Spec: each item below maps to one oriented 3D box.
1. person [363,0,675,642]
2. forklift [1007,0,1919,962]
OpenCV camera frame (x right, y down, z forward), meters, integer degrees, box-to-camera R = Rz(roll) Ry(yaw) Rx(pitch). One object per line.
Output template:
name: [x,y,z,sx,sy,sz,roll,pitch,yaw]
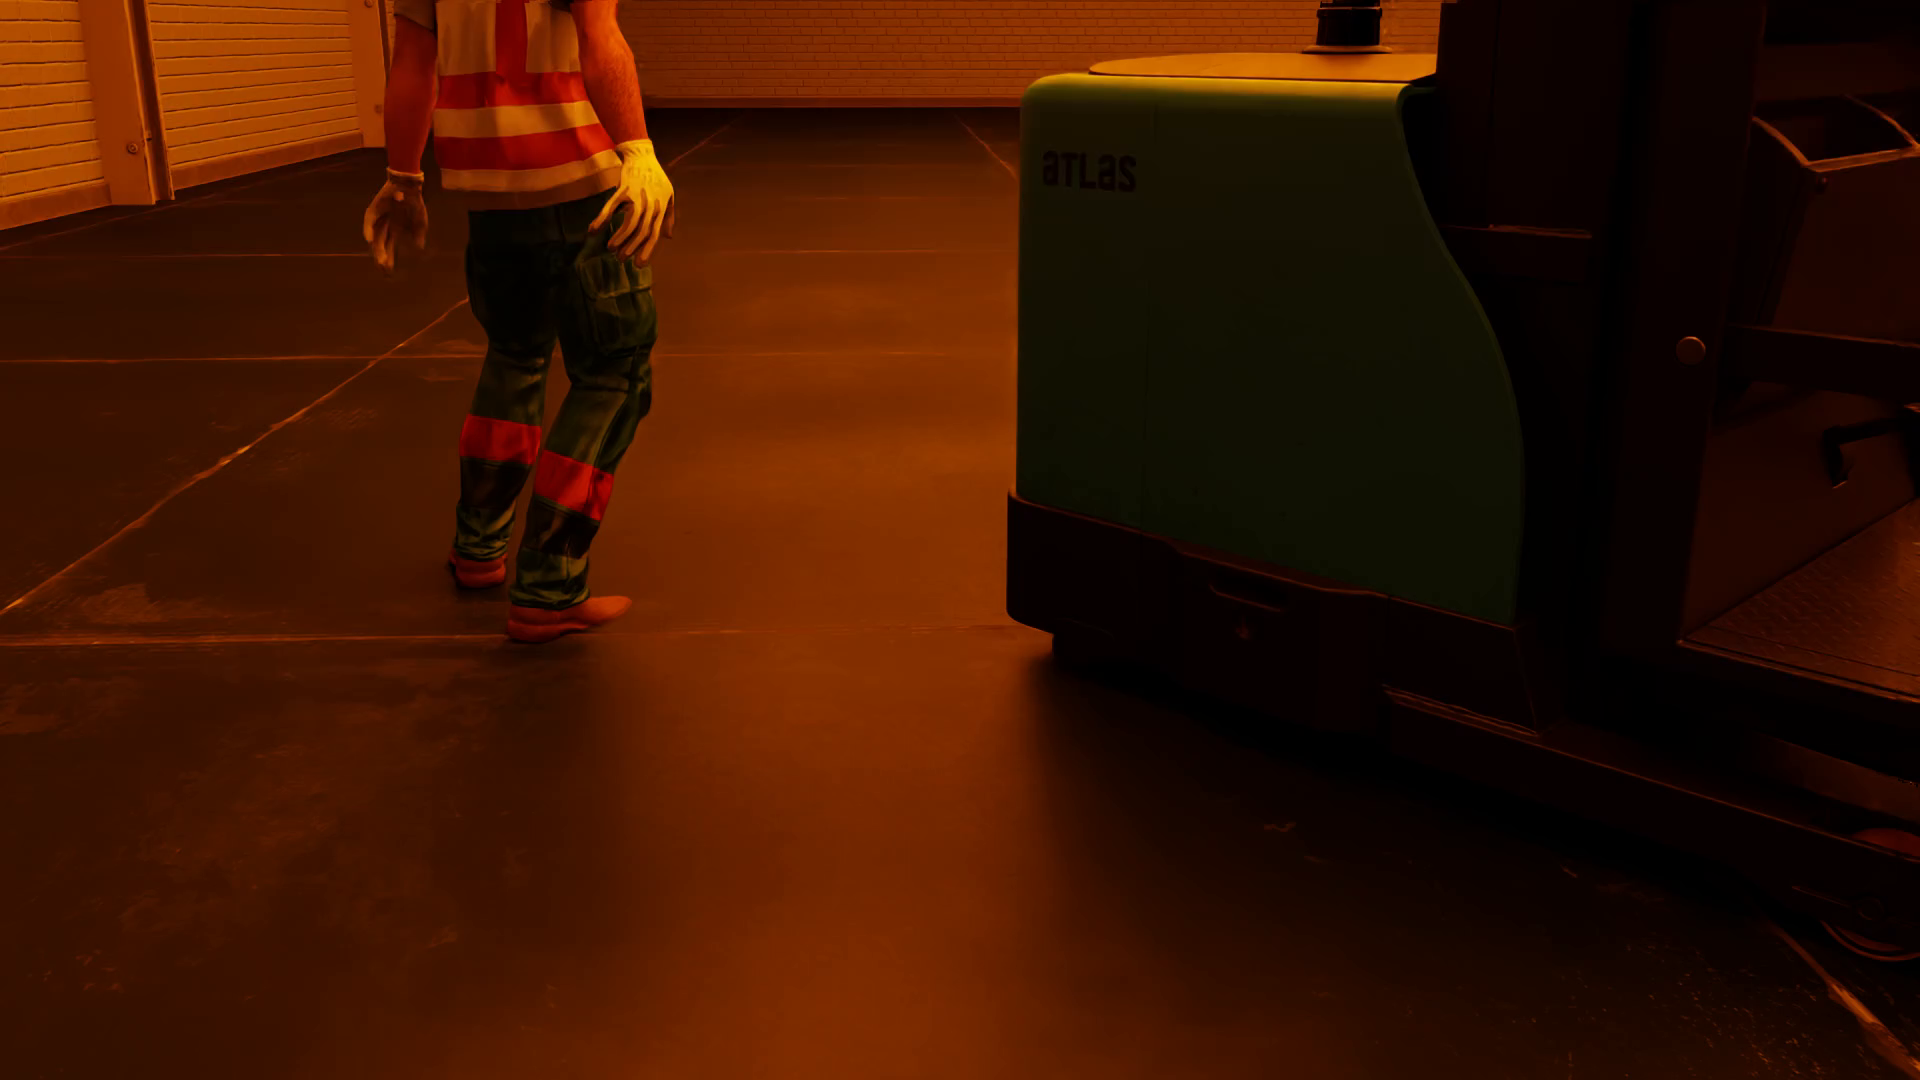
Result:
person: [-0.831,-0.690,3.267,0.887,1.750,0.464,14,22,38]
forklift: [1.489,-0.990,2.144,3.031,2.935,1.130,16,23,42]
